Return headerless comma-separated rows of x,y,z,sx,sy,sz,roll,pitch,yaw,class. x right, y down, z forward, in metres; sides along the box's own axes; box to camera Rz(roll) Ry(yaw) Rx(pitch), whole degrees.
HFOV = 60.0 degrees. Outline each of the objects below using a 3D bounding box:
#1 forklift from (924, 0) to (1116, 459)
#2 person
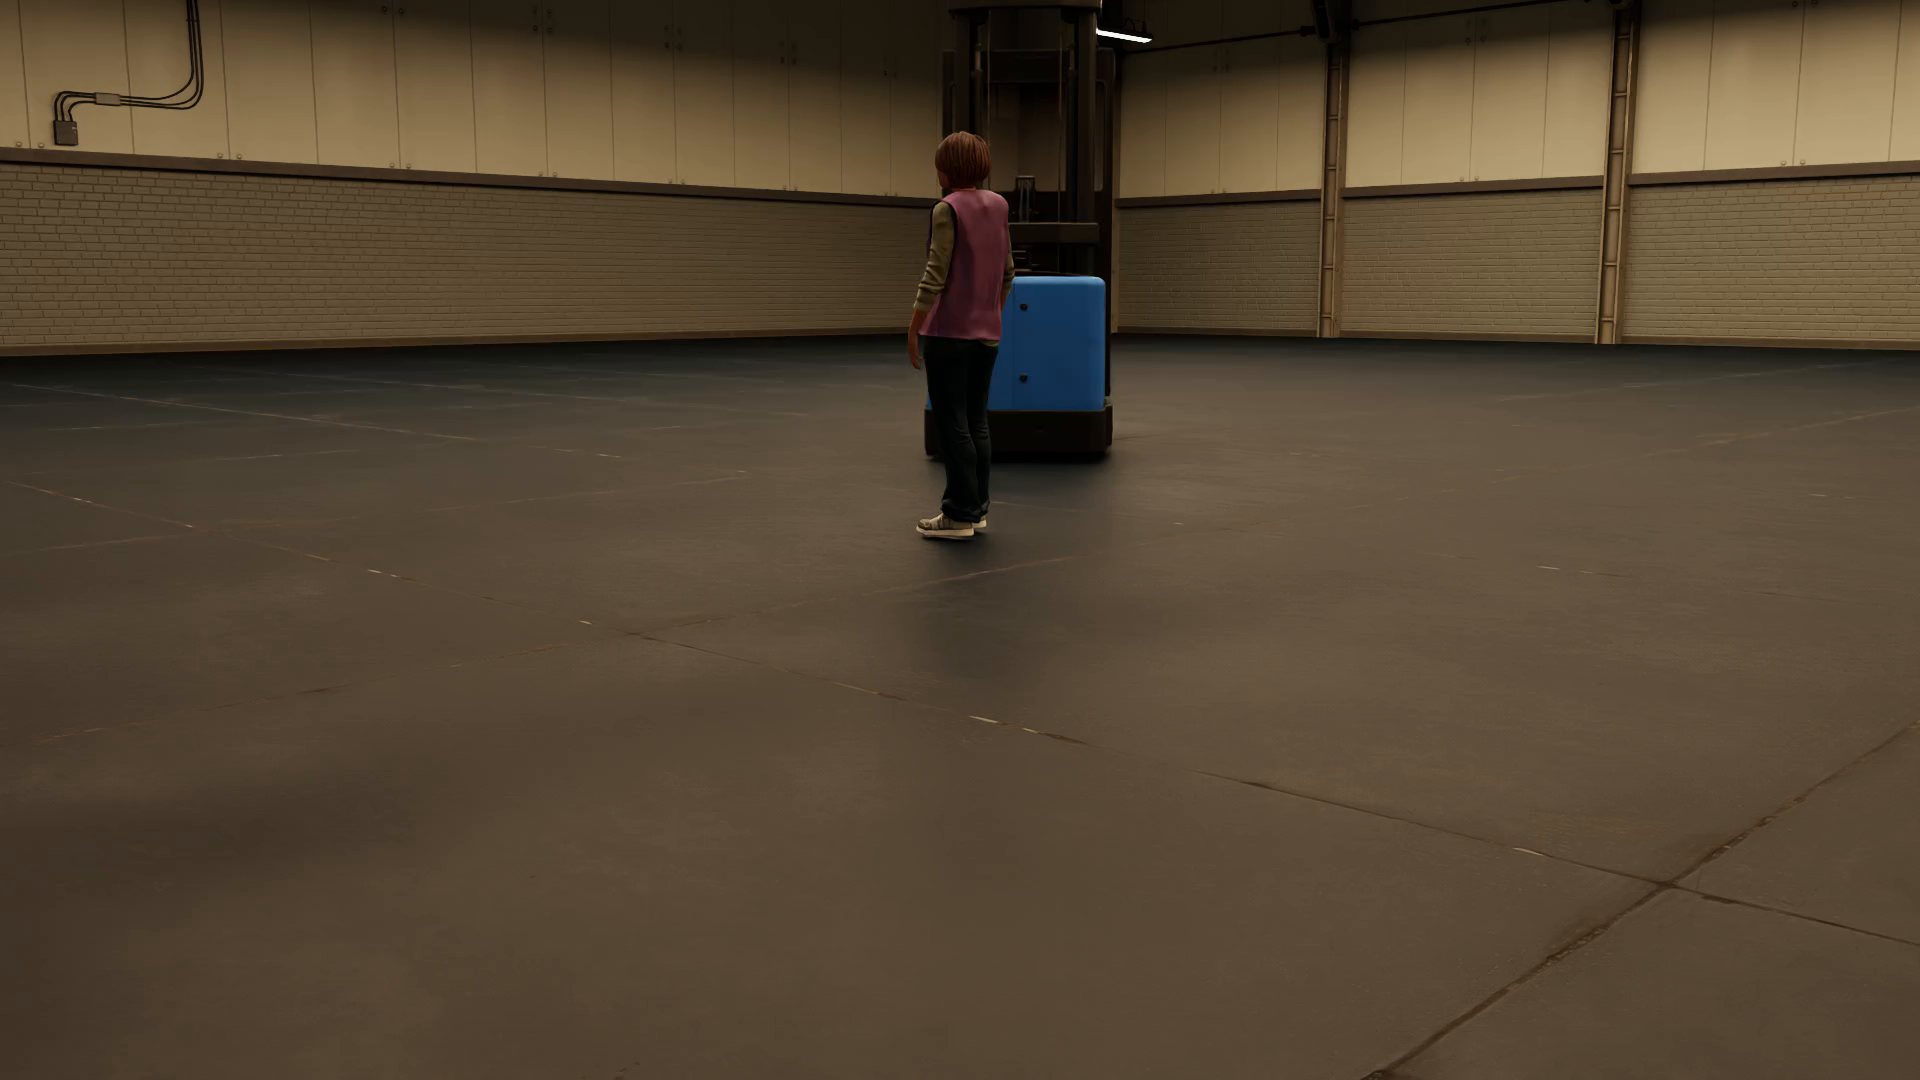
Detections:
0.455,-2.111,10.891,1.130,2.935,3.031,1,9,6,forklift
-0.044,-0.807,6.659,0.473,1.599,0.520,8,12,43,person
